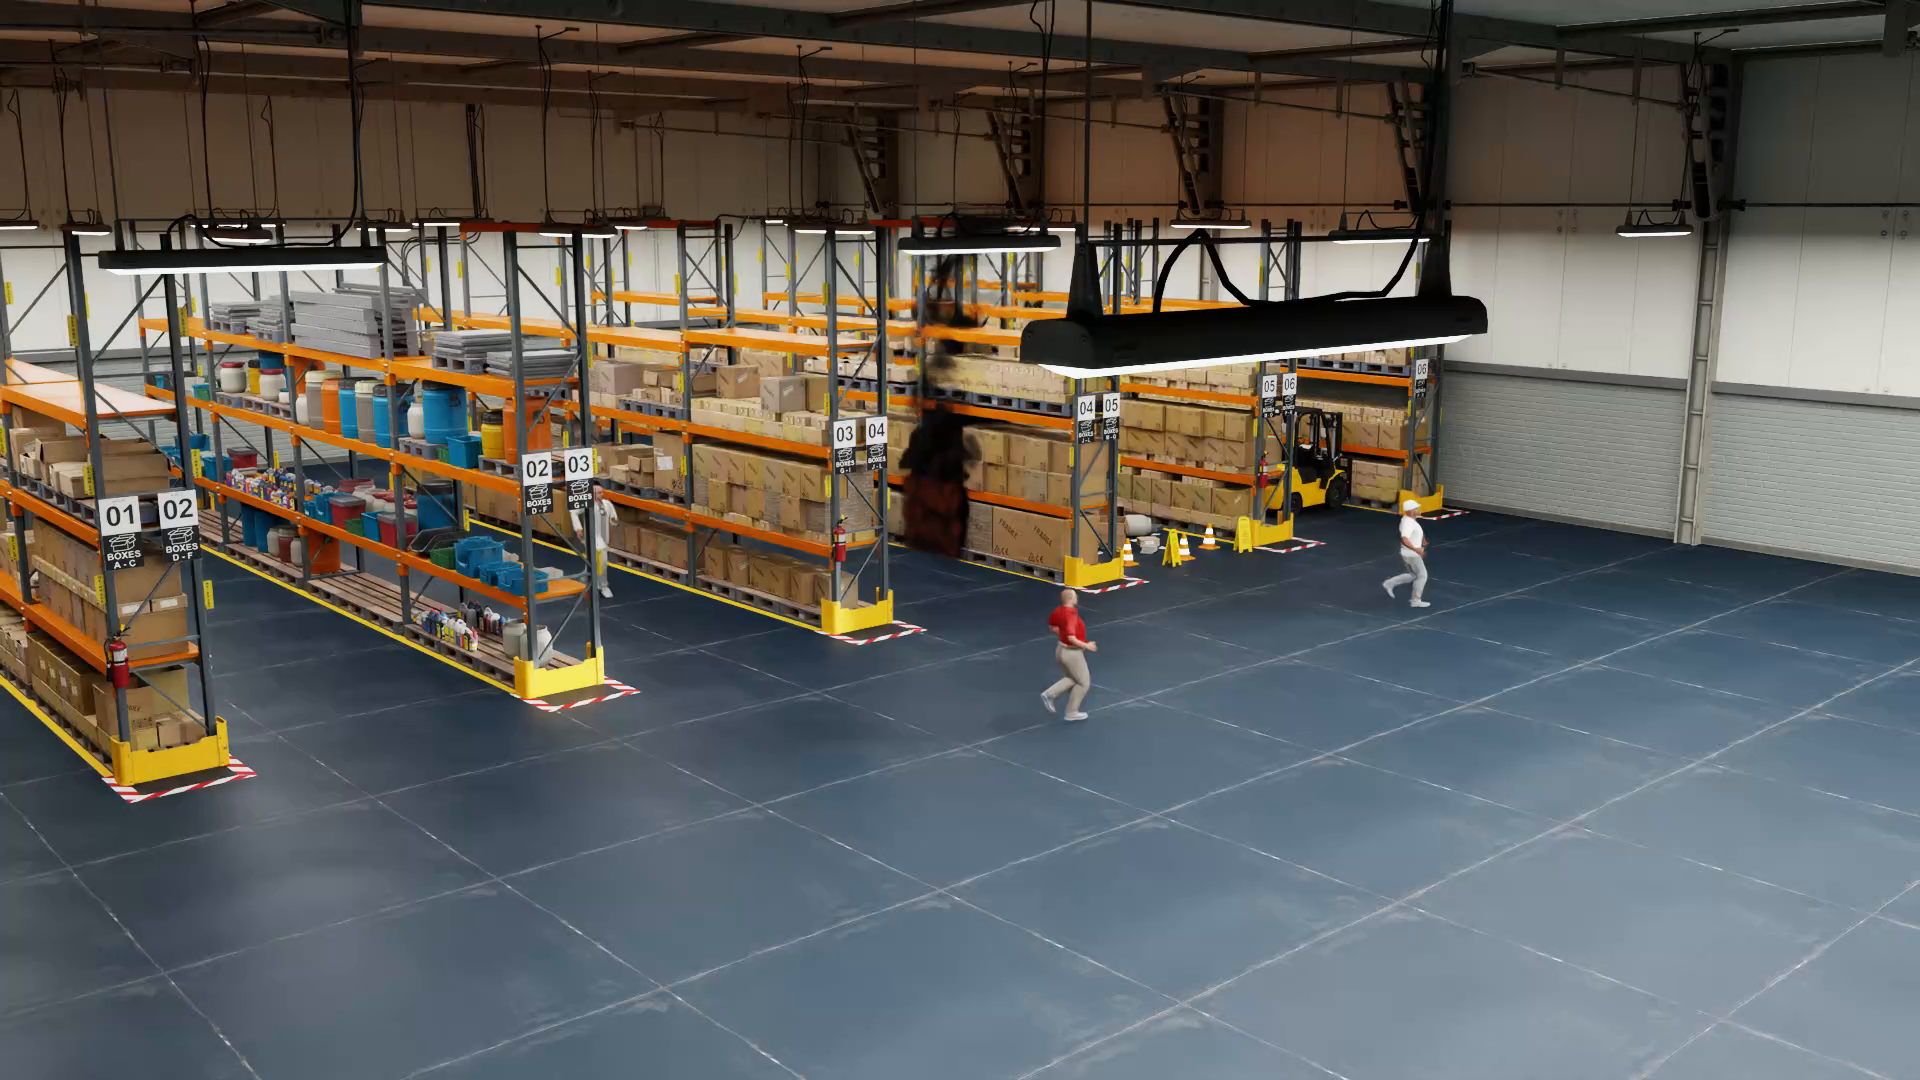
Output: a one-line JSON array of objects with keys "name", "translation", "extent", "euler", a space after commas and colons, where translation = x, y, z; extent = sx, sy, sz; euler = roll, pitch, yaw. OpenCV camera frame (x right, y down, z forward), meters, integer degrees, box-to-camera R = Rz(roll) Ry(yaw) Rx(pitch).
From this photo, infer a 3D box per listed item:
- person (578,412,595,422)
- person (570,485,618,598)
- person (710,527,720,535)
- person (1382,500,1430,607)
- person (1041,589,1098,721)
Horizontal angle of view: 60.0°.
[{"name": "person", "translation": [-9.268, -2.702, 40.912], "extent": [0.758, 1.711, 0.806], "euler": [-10, 15, -40]}, {"name": "person", "translation": [-5.959, 0.006, 27.342], "extent": [0.937, 1.847, 0.666], "euler": [8, 14, 35]}, {"name": "person", "translation": [-4.560, -0.788, 31.495], "extent": [0.666, 1.690, 0.582], "euler": [9, 14, 37]}, {"name": "person", "translation": [7.138, 0.216, 26.446], "extent": [0.753, 1.726, 0.707], "euler": [2, 12, 8]}, {"name": "person", "translation": [1.347, 1.420, 20.590], "extent": [0.628, 1.673, 0.661], "euler": [-4, 12, -19]}]
